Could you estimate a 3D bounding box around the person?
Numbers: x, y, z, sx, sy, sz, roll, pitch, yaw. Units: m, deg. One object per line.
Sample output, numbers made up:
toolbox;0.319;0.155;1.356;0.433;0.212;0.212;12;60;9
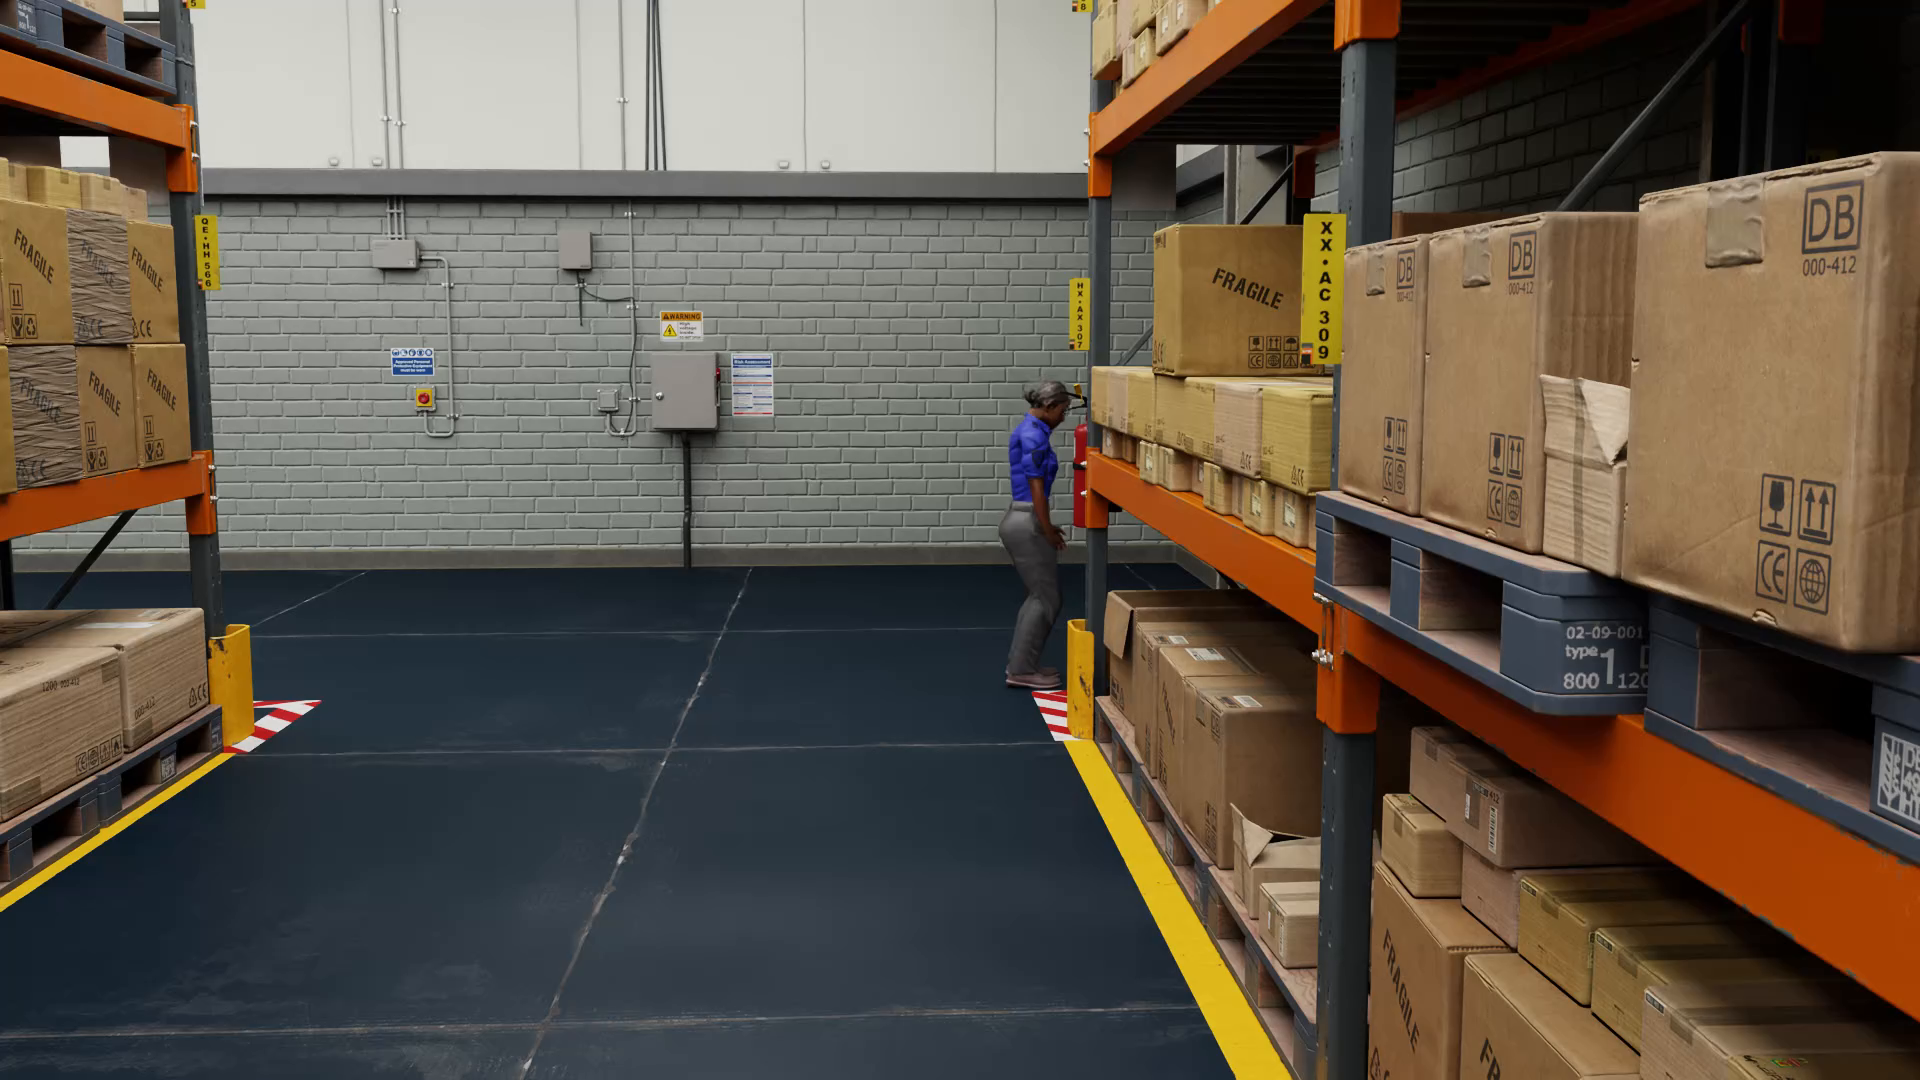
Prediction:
person;0.394;-0.035;8.817;0.375;1.610;0.457;0;7;-1
